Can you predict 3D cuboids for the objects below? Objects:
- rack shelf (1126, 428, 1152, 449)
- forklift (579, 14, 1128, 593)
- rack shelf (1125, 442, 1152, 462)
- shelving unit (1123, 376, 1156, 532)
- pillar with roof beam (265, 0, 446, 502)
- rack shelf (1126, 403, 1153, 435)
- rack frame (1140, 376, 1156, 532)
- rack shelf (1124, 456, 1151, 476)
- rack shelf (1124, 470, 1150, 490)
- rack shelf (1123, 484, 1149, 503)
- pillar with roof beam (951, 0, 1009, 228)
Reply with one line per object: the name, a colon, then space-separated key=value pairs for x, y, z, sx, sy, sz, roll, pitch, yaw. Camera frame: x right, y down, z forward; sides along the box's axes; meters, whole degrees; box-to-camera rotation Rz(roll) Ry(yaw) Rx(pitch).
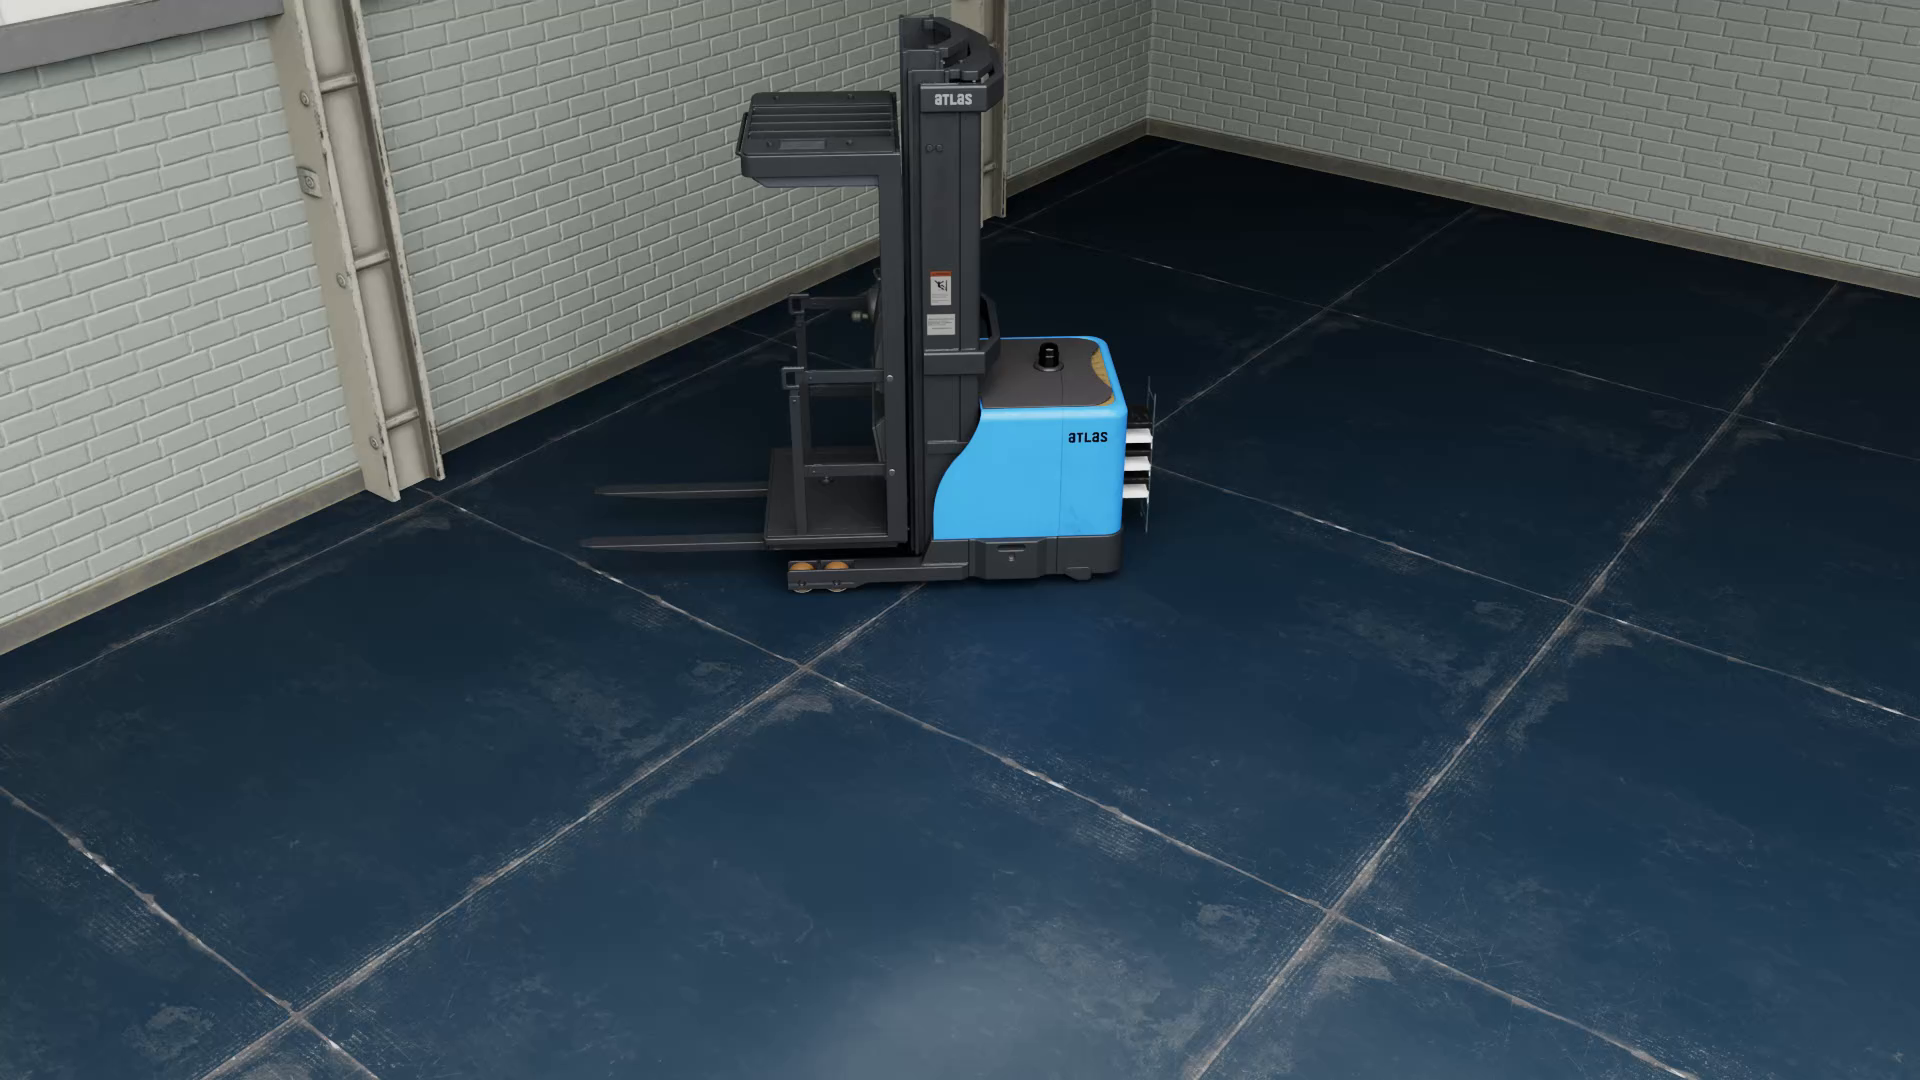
rack shelf: x=0.994 y=-0.618 z=9.622 sx=0.200 sy=0.077 sz=0.258 roll=-2 pitch=31 yaw=-3
forklift: x=-0.624 y=-1.244 z=8.975 sx=3.031 sy=2.935 sz=1.130 roll=-2 pitch=31 yaw=-3
rack shelf: x=0.994 y=-0.540 z=9.668 sx=0.200 sy=0.077 sz=0.258 roll=-2 pitch=31 yaw=-3
shelving unit: x=0.994 y=-0.491 z=9.697 sx=0.210 sy=0.900 sz=0.258 roll=-2 pitch=31 yaw=-3
pillar with roof beam: x=-0.026 y=-2.905 z=5.825 sx=9.100 sy=9.000 sz=0.400 roll=21 pitch=37 yaw=31
rack shelf: x=0.994 y=-0.695 z=9.576 sx=0.200 sy=0.077 sz=0.258 roll=-2 pitch=31 yaw=-3
rack frame: x=1.095 y=-0.494 z=9.701 sx=0.006 sy=0.900 sz=0.240 roll=-2 pitch=31 yaw=-3
rack shelf: x=0.994 y=-0.463 z=9.714 sx=0.200 sy=0.077 sz=0.258 roll=-2 pitch=31 yaw=-3
rack shelf: x=0.994 y=-0.385 z=9.760 sx=0.200 sy=0.077 sz=0.258 roll=-2 pitch=31 yaw=-3
rack shelf: x=0.994 y=-0.308 z=9.805 sx=0.200 sy=0.077 sz=0.258 roll=-2 pitch=31 yaw=-3
pillar with roof beam: x=3.596 y=-5.344 z=9.940 sx=9.100 sy=9.000 sz=0.400 roll=21 pitch=37 yaw=31
